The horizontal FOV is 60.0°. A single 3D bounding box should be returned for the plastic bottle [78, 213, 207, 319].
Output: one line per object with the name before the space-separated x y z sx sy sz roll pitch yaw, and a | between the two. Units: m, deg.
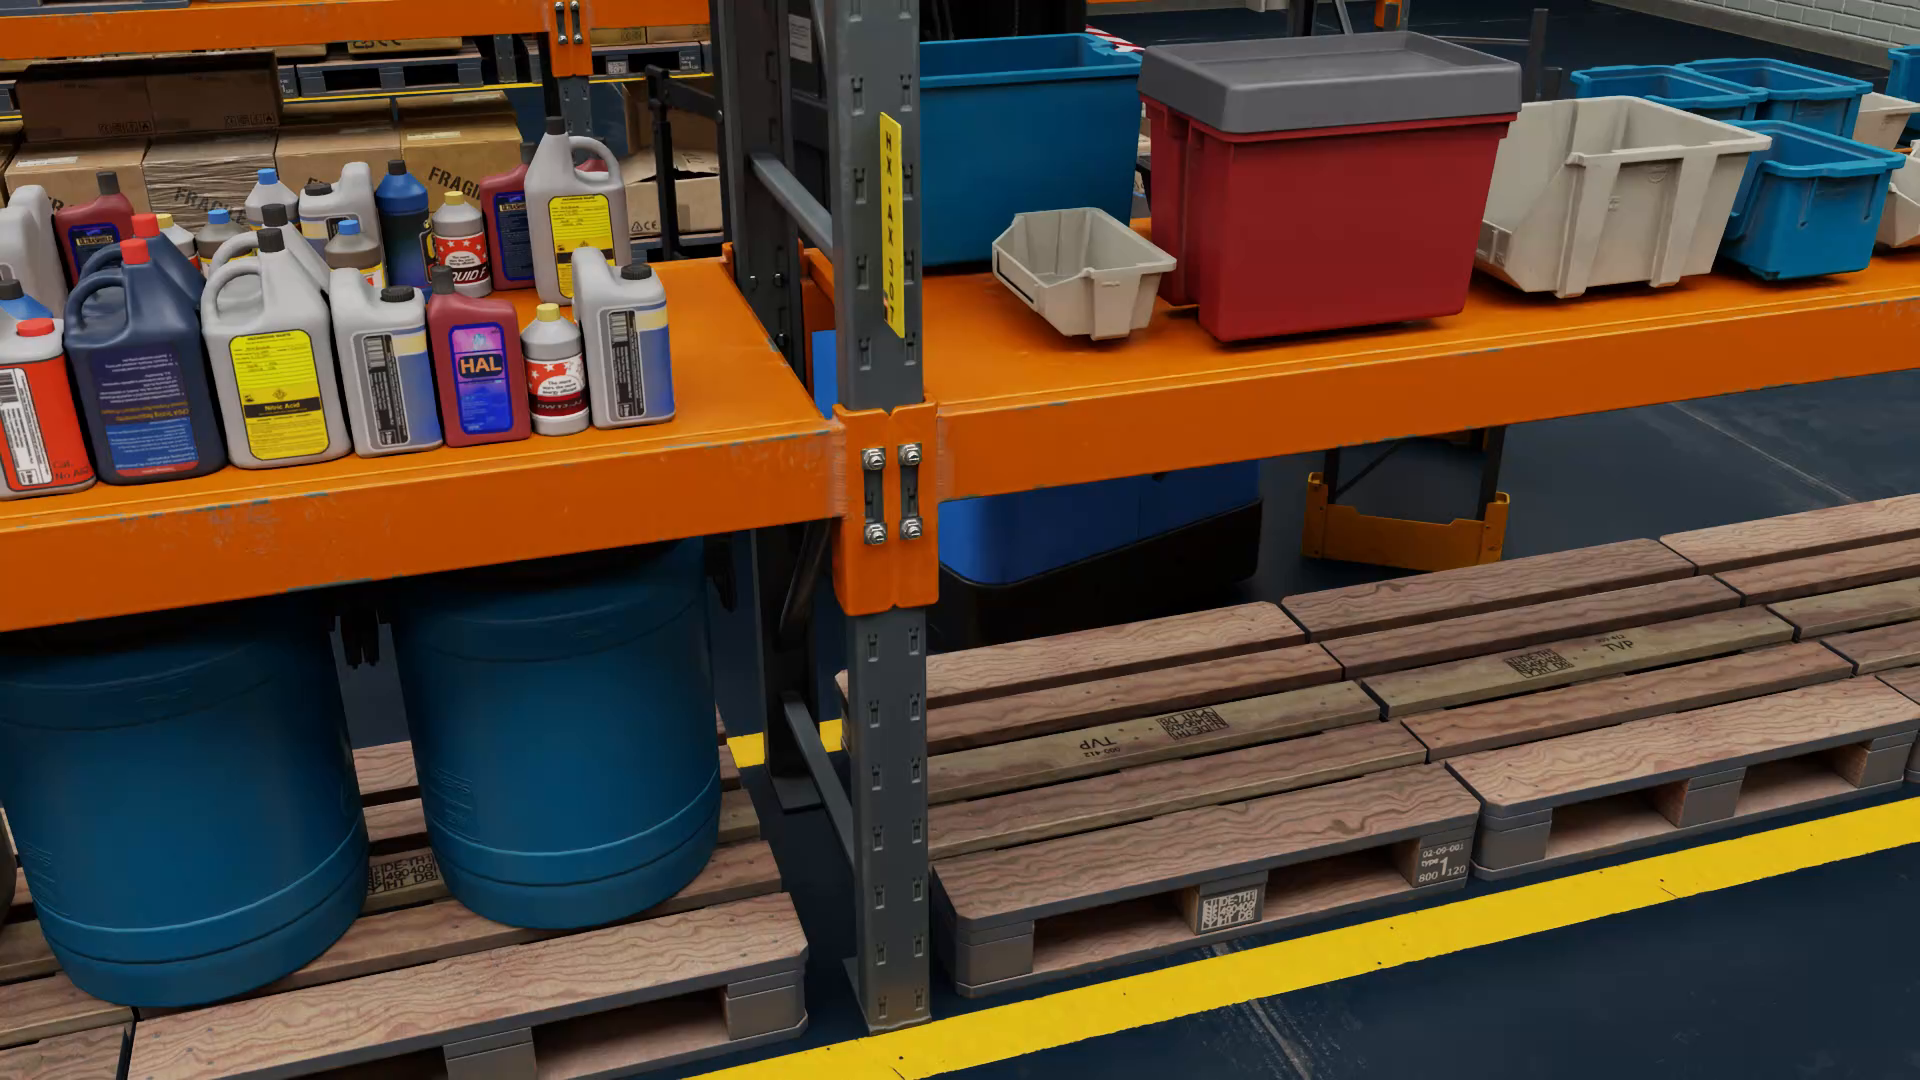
plastic bottle | -1.264 -0.332 2.602 0.185 0.351 0.144 -8 28 -16

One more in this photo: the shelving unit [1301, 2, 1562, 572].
shelving unit | 1.481 -0.818 5.212 0.587 1.500 1.083 7 27 14

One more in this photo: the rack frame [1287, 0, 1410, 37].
rack frame | 2.002 -3.230 8.382 0.127 3.000 1.000 -8 28 -16

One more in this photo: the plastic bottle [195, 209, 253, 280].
plastic bottle | -1.389 -0.524 3.156 0.097 0.201 0.097 0 26 0

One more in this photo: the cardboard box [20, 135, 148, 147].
cardboard box | -3.799 -1.579 7.375 0.500 0.500 0.500 -9 28 -18

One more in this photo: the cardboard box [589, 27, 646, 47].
cardboard box | -2.597 -3.901 12.073 0.500 0.500 0.700 -8 27 -15

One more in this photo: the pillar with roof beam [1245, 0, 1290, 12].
pillar with roof beam | 4.097 -6.928 9.085 0.400 9.000 9.100 -8 28 -16

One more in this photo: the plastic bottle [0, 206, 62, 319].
plastic bottle | -1.663 -0.434 2.890 0.135 0.276 0.152 -8 28 -16

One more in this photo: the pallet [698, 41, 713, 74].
pallet | -1.430 -3.765 12.596 1.213 0.211 1.003 -8 28 -16

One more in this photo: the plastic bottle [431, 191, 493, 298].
plastic bottle | -0.983 -0.583 3.274 0.097 0.201 0.097 0 26 0

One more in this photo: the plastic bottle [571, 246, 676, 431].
plastic bottle | -0.546 -0.337 2.696 0.135 0.276 0.152 -8 28 -16

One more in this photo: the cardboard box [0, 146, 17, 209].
cardboard box | -4.109 -1.289 6.789 0.500 0.500 0.500 -9 28 -17

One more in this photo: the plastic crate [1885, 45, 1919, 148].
plastic crate | 2.569 -1.101 4.216 0.300 0.233 0.416 -8 28 -16

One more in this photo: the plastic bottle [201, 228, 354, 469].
plastic bottle | -1.044 -0.297 2.530 0.185 0.351 0.144 -8 28 -16

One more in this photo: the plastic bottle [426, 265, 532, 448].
plastic bottle | -0.752 -0.290 2.591 0.133 0.283 0.061 -8 28 -16

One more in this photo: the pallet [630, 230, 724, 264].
pallet | -1.148 -1.524 8.082 1.213 0.211 1.003 -8 28 -16

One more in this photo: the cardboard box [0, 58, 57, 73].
cardboard box | -6.403 -3.493 10.858 0.750 0.750 0.750 -9 28 -17

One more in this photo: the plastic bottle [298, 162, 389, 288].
plastic bottle | -1.177 -0.575 3.175 0.135 0.276 0.152 -8 28 -16

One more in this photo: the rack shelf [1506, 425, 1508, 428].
rack shelf | 1.479 -0.653 5.284 0.538 0.185 1.000 7 27 14

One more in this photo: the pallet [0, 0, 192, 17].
pallet | -3.757 -2.312 6.749 1.213 0.211 1.003 -8 28 -16

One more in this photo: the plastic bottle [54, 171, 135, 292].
plastic bottle | -1.597 -0.539 3.094 0.133 0.283 0.061 -8 28 -16

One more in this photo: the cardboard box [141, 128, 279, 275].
cardboard box | -3.132 -1.434 7.081 0.500 0.500 0.500 -8 27 -15

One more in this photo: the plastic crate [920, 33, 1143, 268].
plastic crate | 0.067 -0.812 3.463 0.575 0.384 0.392 -8 28 -16

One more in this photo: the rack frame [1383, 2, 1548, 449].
rack frame | 1.616 -1.032 5.643 0.500 1.500 0.032 7 27 14

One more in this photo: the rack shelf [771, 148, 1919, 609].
rack shelf | 1.630 -0.537 3.768 4.000 0.370 1.077 -8 28 -16

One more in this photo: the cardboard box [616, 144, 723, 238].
cardboard box | -1.336 -1.638 7.705 0.500 0.311 0.500 -8 28 -16

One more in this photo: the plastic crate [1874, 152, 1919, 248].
plastic crate | 2.000 -0.724 3.563 0.250 0.136 0.298 -8 28 -16

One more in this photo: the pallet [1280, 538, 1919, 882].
pallet | 1.578 0.378 4.252 1.213 0.211 1.003 -8 28 -16

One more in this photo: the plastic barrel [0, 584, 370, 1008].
plastic barrel | -1.467 0.333 3.093 0.708 0.901 0.600 -8 28 -16

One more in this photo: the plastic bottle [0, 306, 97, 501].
plastic bottle | -1.373 -0.218 2.455 0.135 0.276 0.152 -8 28 -16

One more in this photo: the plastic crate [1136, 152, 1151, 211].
plastic crate | 0.710 -0.755 3.640 0.590 0.125 0.437 -8 28 -16

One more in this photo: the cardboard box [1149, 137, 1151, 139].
cardboard box | 1.148 -1.961 8.518 0.250 0.166 0.380 -8 28 -16

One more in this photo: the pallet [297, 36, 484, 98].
pallet | -4.050 -3.386 11.832 1.213 0.211 1.003 -8 28 -16

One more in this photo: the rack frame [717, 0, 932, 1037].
rack frame | -0.271 -0.584 3.053 0.127 3.000 1.000 -8 28 -16

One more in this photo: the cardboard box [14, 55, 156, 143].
cardboard box | -3.765 -1.922 7.220 0.500 0.250 0.500 -9 28 -17

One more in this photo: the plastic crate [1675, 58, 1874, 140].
plastic crate | 1.943 -1.011 4.033 0.300 0.233 0.416 -8 28 -16

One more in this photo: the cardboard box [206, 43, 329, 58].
cardboard box | -4.761 -3.730 11.335 0.750 0.750 0.750 -7 27 -15

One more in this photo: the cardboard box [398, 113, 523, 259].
cardboard box | -2.182 -1.567 7.350 0.500 0.500 0.500 -8 28 -16

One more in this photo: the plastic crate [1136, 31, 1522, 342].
plastic crate | 0.655 -0.656 3.059 0.583 0.464 0.402 -8 28 -16

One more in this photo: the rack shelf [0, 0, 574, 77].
rack shelf | -3.703 -2.081 6.878 4.000 0.370 1.077 -8 28 -16

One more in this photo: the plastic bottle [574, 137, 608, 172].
plastic bottle | -0.752 -0.662 3.340 0.133 0.283 0.061 -8 28 -16

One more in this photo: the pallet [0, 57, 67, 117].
pallet | -6.370 -3.050 11.155 1.213 0.211 1.003 -8 28 -16

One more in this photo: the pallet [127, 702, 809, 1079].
pallet | -1.018 0.754 3.494 1.213 0.211 1.003 -8 28 -16

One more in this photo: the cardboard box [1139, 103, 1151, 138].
cardboard box | 0.921 -2.171 8.848 0.500 0.250 0.500 -8 28 -16

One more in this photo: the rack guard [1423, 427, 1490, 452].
rack guard | 1.615 -0.472 5.919 0.587 0.250 0.087 7 27 14

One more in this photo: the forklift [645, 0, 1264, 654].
forklift | -0.375 -1.578 5.132 1.130 2.935 3.031 -17 31 -31

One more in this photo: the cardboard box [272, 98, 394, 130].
cardboard box | -2.841 -1.714 7.646 0.500 0.500 0.500 -8 27 -15

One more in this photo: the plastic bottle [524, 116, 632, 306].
plastic bottle | -0.745 -0.645 3.231 0.185 0.351 0.144 -8 28 -16
